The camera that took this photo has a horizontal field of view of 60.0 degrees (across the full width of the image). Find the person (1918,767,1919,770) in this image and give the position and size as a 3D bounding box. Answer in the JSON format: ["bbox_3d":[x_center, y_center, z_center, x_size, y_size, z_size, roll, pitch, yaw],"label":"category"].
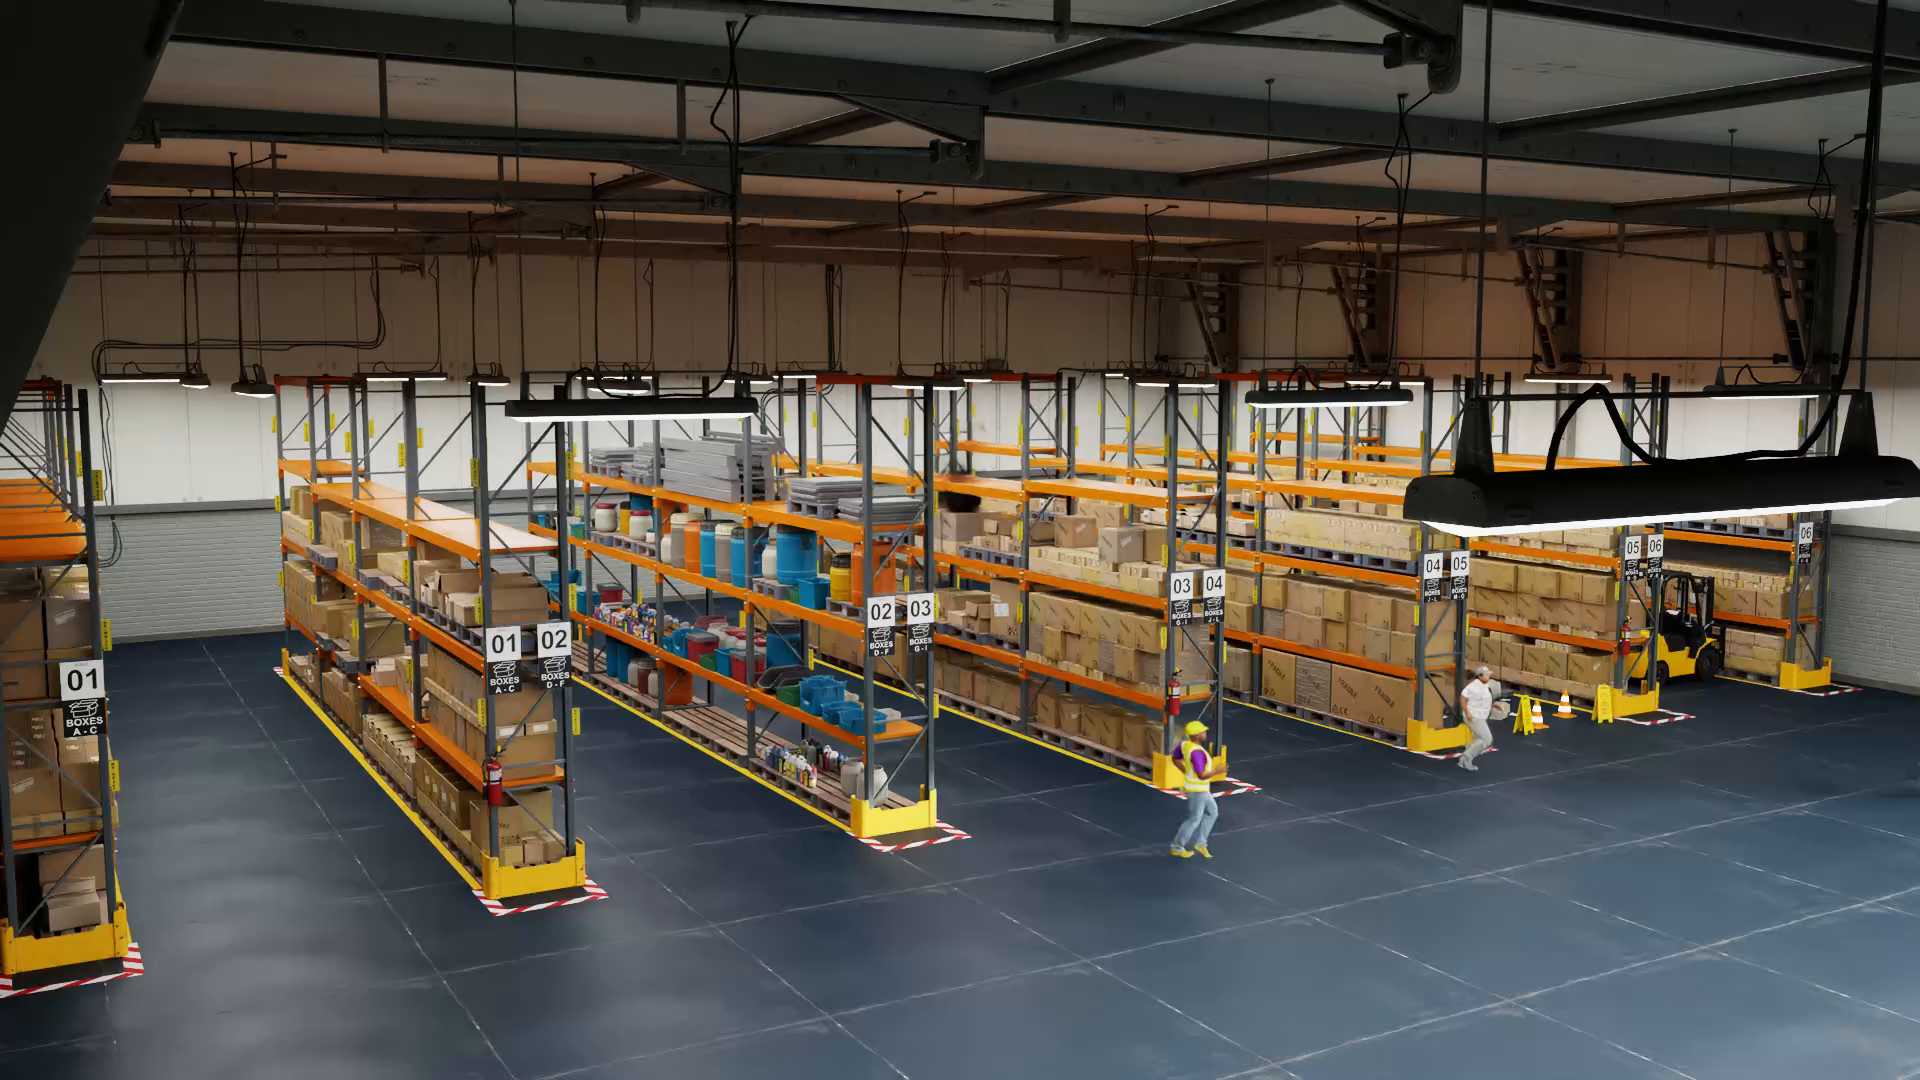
[{"bbox_3d":[14.254,2.855,23.889,0.888,1.750,0.710,1,6,11],"label":"person"}]

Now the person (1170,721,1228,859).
[{"bbox_3d":[3.004,3.170,20.946,0.706,1.812,0.673,0,6,1],"label":"person"}]

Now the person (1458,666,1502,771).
[{"bbox_3d":[7.984,2.737,25.544,0.614,1.626,0.626,4,7,33],"label":"person"}]
